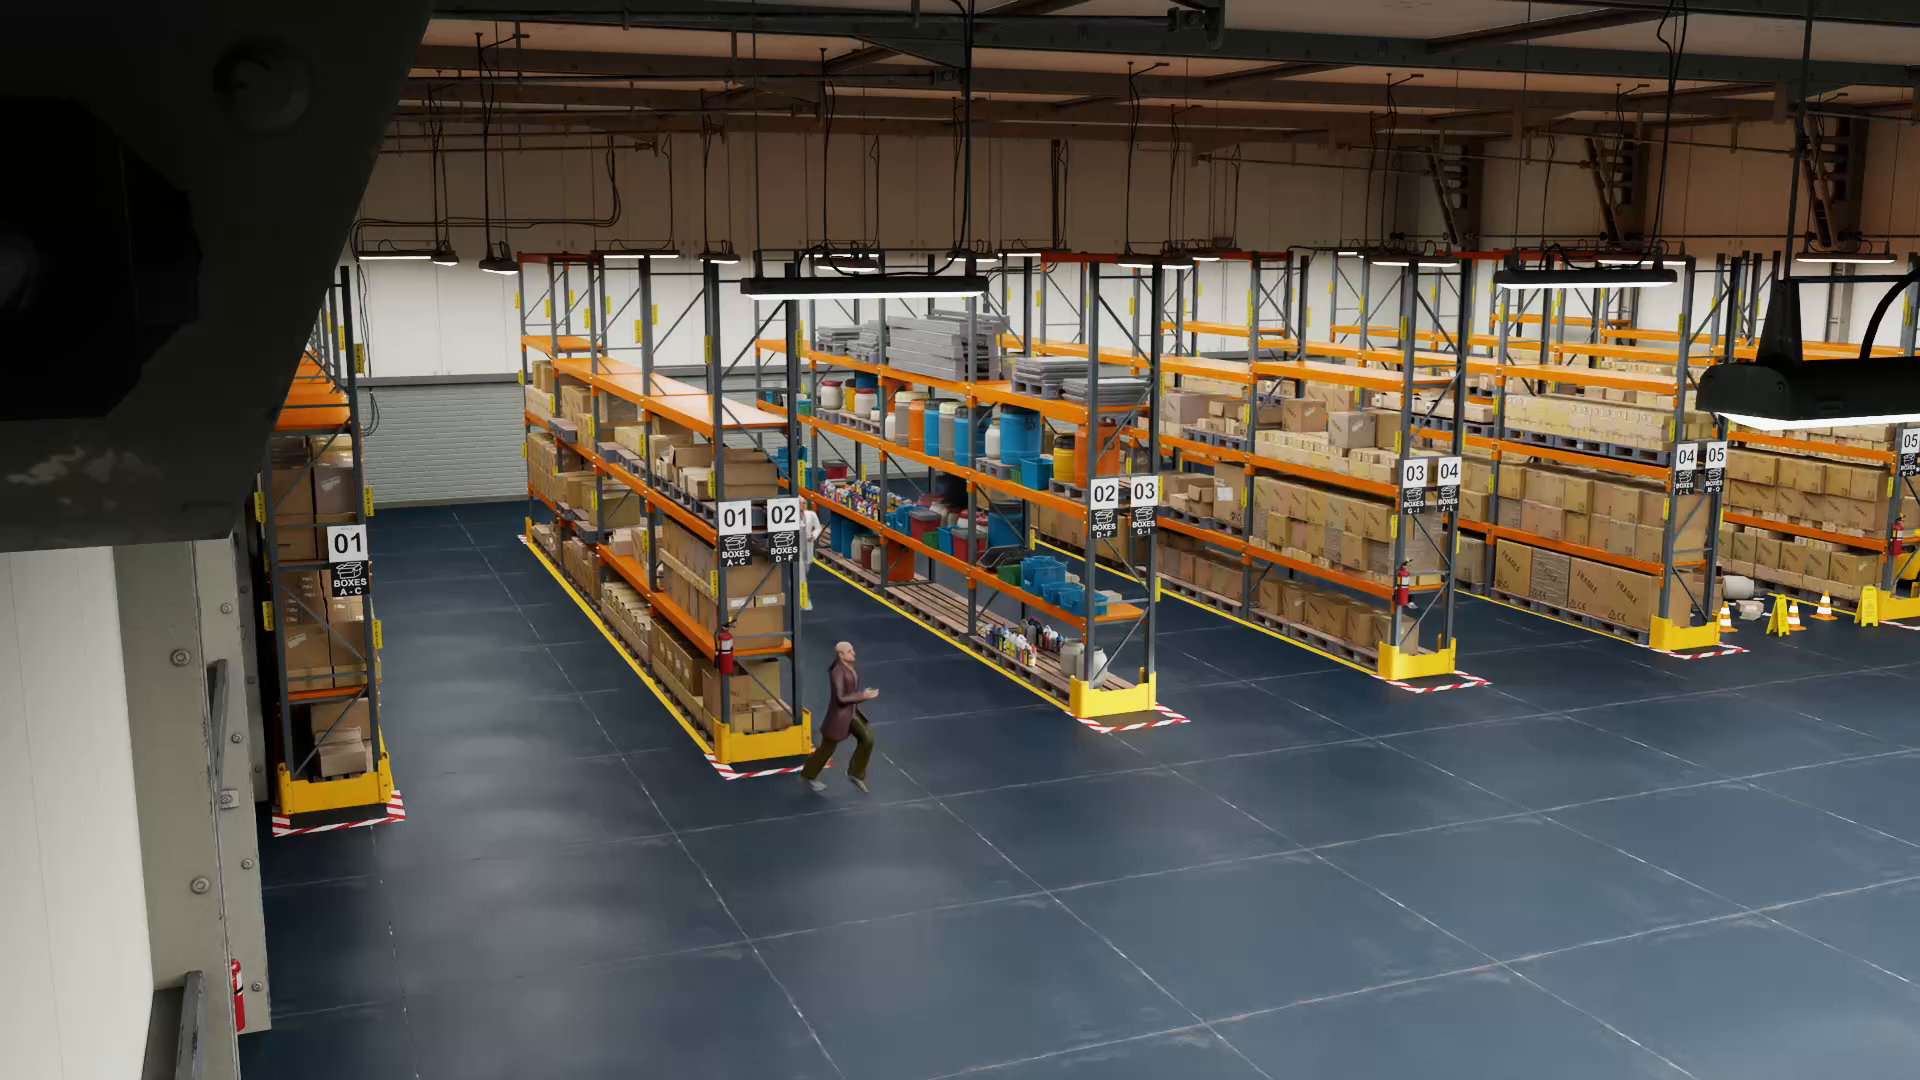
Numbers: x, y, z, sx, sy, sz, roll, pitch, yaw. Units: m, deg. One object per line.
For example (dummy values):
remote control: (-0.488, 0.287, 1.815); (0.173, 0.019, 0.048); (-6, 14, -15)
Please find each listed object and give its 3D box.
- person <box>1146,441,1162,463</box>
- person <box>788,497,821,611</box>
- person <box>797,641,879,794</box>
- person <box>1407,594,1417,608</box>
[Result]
person: (4.814, -1.998, 41.573); (0.536, 1.595, 0.605); (-8, 13, -36)
person: (-2.648, 0.168, 27.677); (0.674, 1.816, 1.186); (-5, 12, -27)
person: (-1.367, 2.037, 19.022); (0.974, 1.829, 0.730); (3, 11, 16)
person: (7.878, 0.415, 28.498); (0.560, 1.558, 0.605); (-5, 11, -24)
